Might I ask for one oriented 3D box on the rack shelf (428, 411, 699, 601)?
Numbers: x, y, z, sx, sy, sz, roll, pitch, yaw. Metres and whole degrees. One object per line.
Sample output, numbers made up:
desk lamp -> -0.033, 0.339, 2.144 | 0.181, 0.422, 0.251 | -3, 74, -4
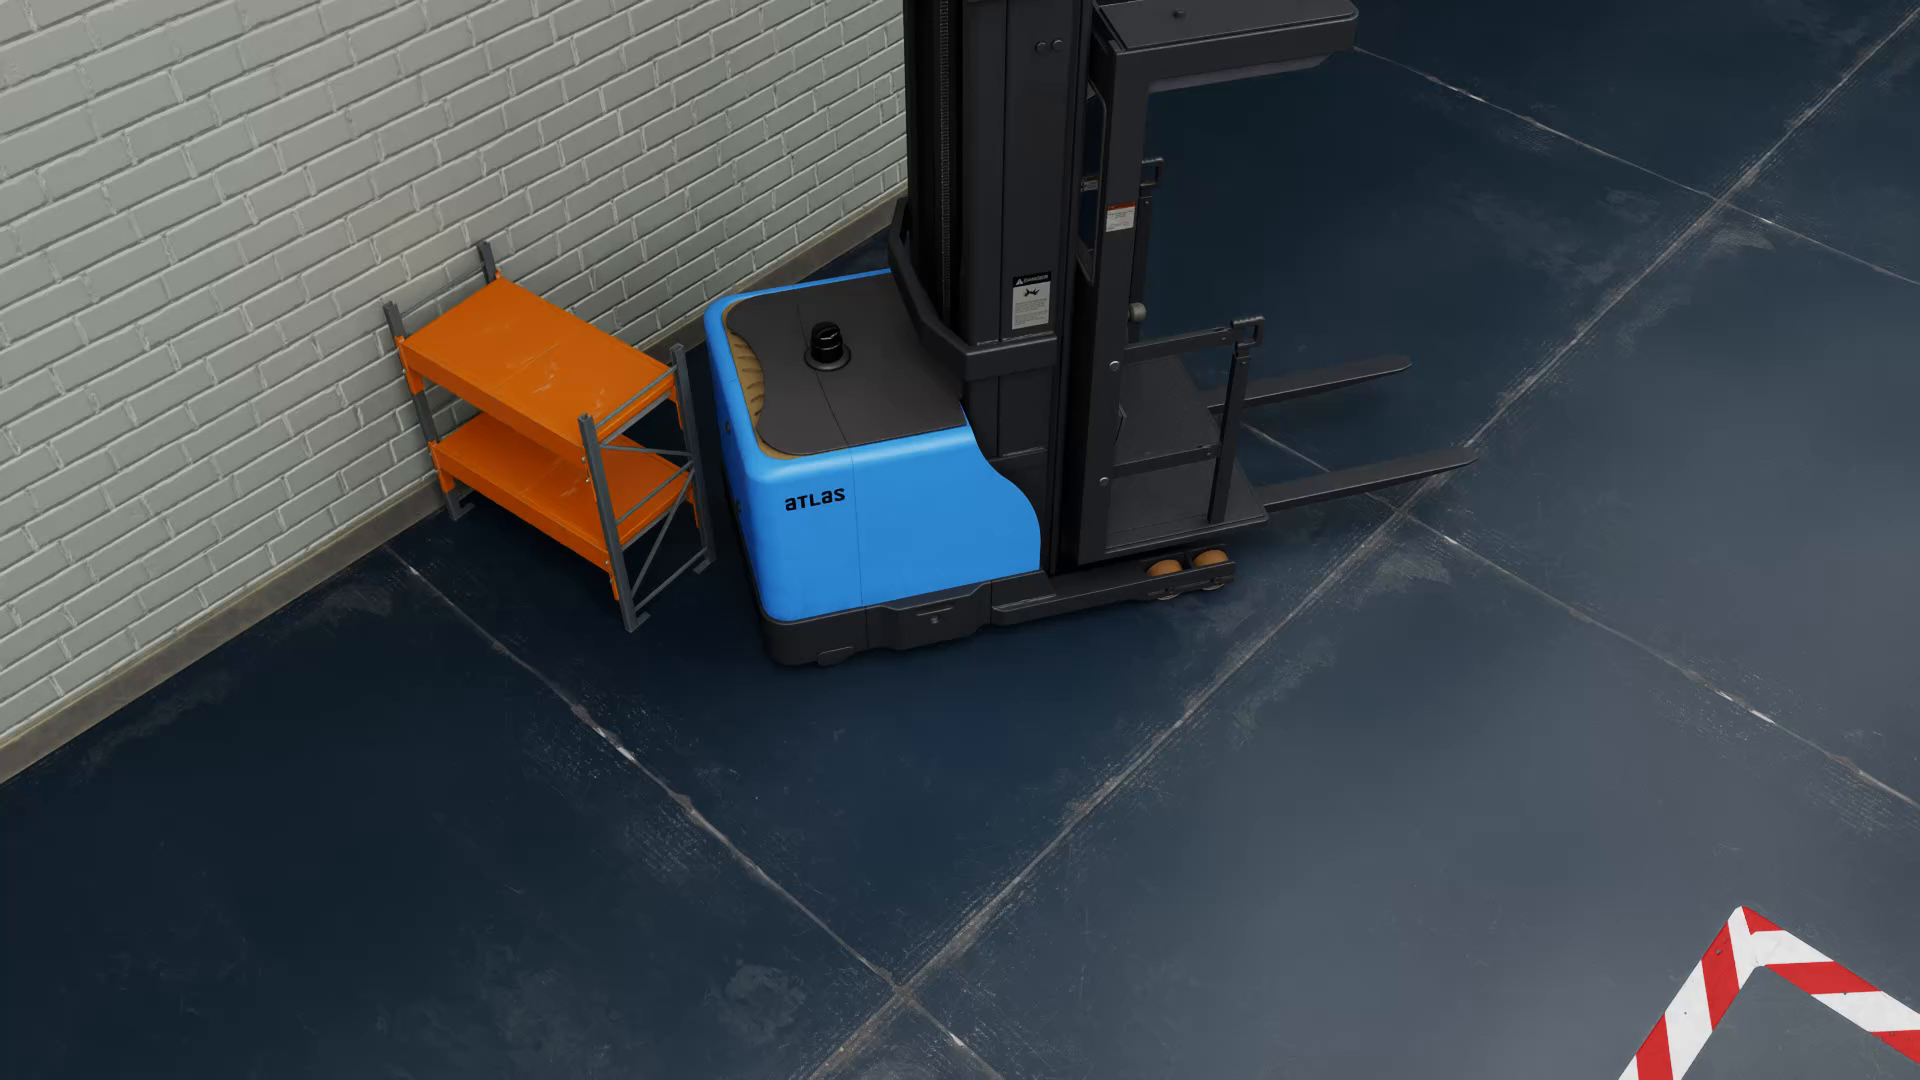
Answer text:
rack shelf -> -1.560, -0.227, 6.635 | 1.000, 0.278, 0.538 | 29, 53, 24

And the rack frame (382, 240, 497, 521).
rack frame -> -1.967, -0.616, 6.665 | 0.032, 1.125, 0.500 | 29, 53, 24

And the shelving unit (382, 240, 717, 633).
shelving unit -> -1.560, -0.394, 6.457 | 1.048, 1.125, 0.538 | 29, 53, 24

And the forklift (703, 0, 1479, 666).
forklift -> 0.600, -1.126, 5.905 | 3.031, 2.935, 1.130 | -12, 48, -11

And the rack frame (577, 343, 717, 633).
rack frame -> -1.153, -0.172, 6.249 | 0.032, 1.125, 0.500 | 29, 53, 24

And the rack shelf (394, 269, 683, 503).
rack shelf -> -1.560, -0.594, 6.244 | 1.000, 0.278, 0.538 | 29, 53, 24
